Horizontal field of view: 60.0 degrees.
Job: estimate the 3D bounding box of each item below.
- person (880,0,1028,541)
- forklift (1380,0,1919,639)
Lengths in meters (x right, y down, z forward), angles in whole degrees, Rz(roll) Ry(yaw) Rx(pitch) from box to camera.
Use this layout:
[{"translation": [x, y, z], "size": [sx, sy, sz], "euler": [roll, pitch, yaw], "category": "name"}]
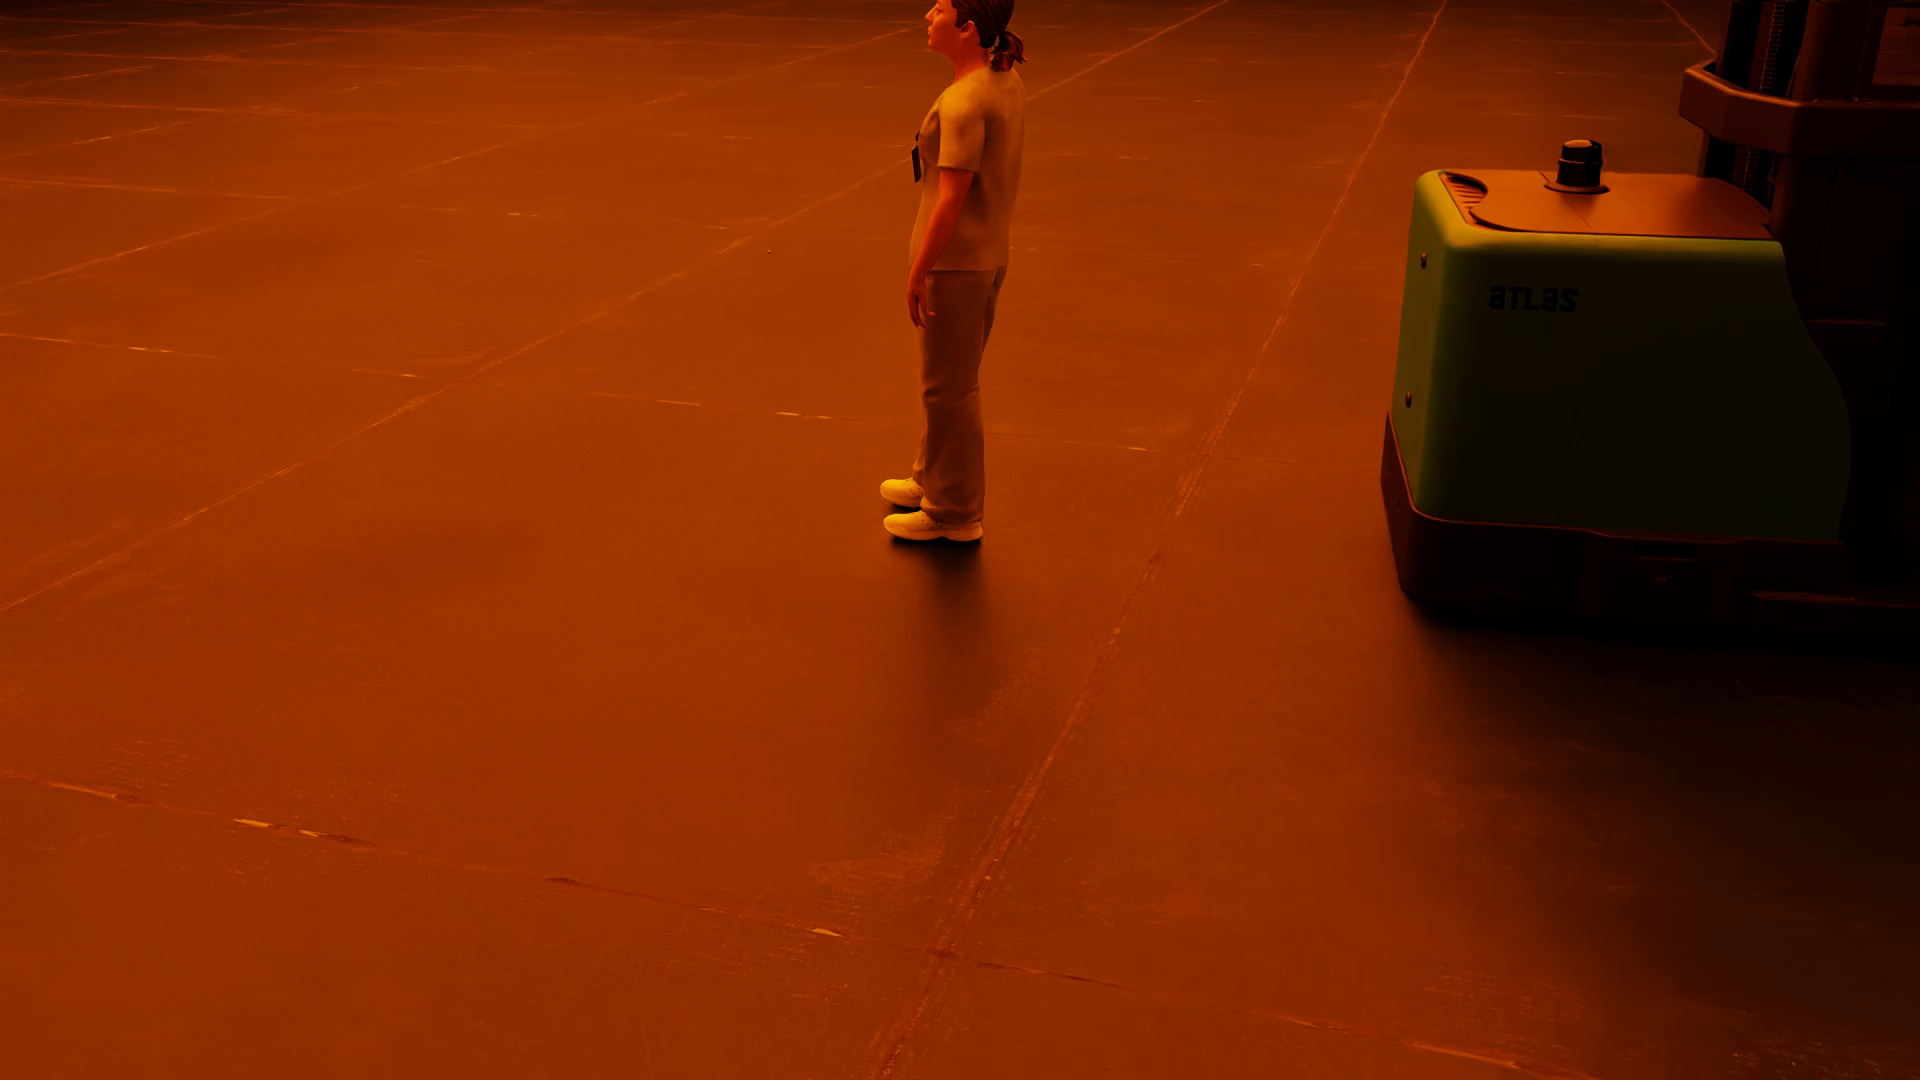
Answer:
[{"translation": [-0.066, -0.794, 4.830], "size": [0.549, 1.675, 0.550], "euler": [7, 23, 16], "category": "person"}, {"translation": [2.790, -1.226, 4.250], "size": [3.031, 2.935, 1.130], "euler": [4, 23, 8], "category": "forklift"}]
